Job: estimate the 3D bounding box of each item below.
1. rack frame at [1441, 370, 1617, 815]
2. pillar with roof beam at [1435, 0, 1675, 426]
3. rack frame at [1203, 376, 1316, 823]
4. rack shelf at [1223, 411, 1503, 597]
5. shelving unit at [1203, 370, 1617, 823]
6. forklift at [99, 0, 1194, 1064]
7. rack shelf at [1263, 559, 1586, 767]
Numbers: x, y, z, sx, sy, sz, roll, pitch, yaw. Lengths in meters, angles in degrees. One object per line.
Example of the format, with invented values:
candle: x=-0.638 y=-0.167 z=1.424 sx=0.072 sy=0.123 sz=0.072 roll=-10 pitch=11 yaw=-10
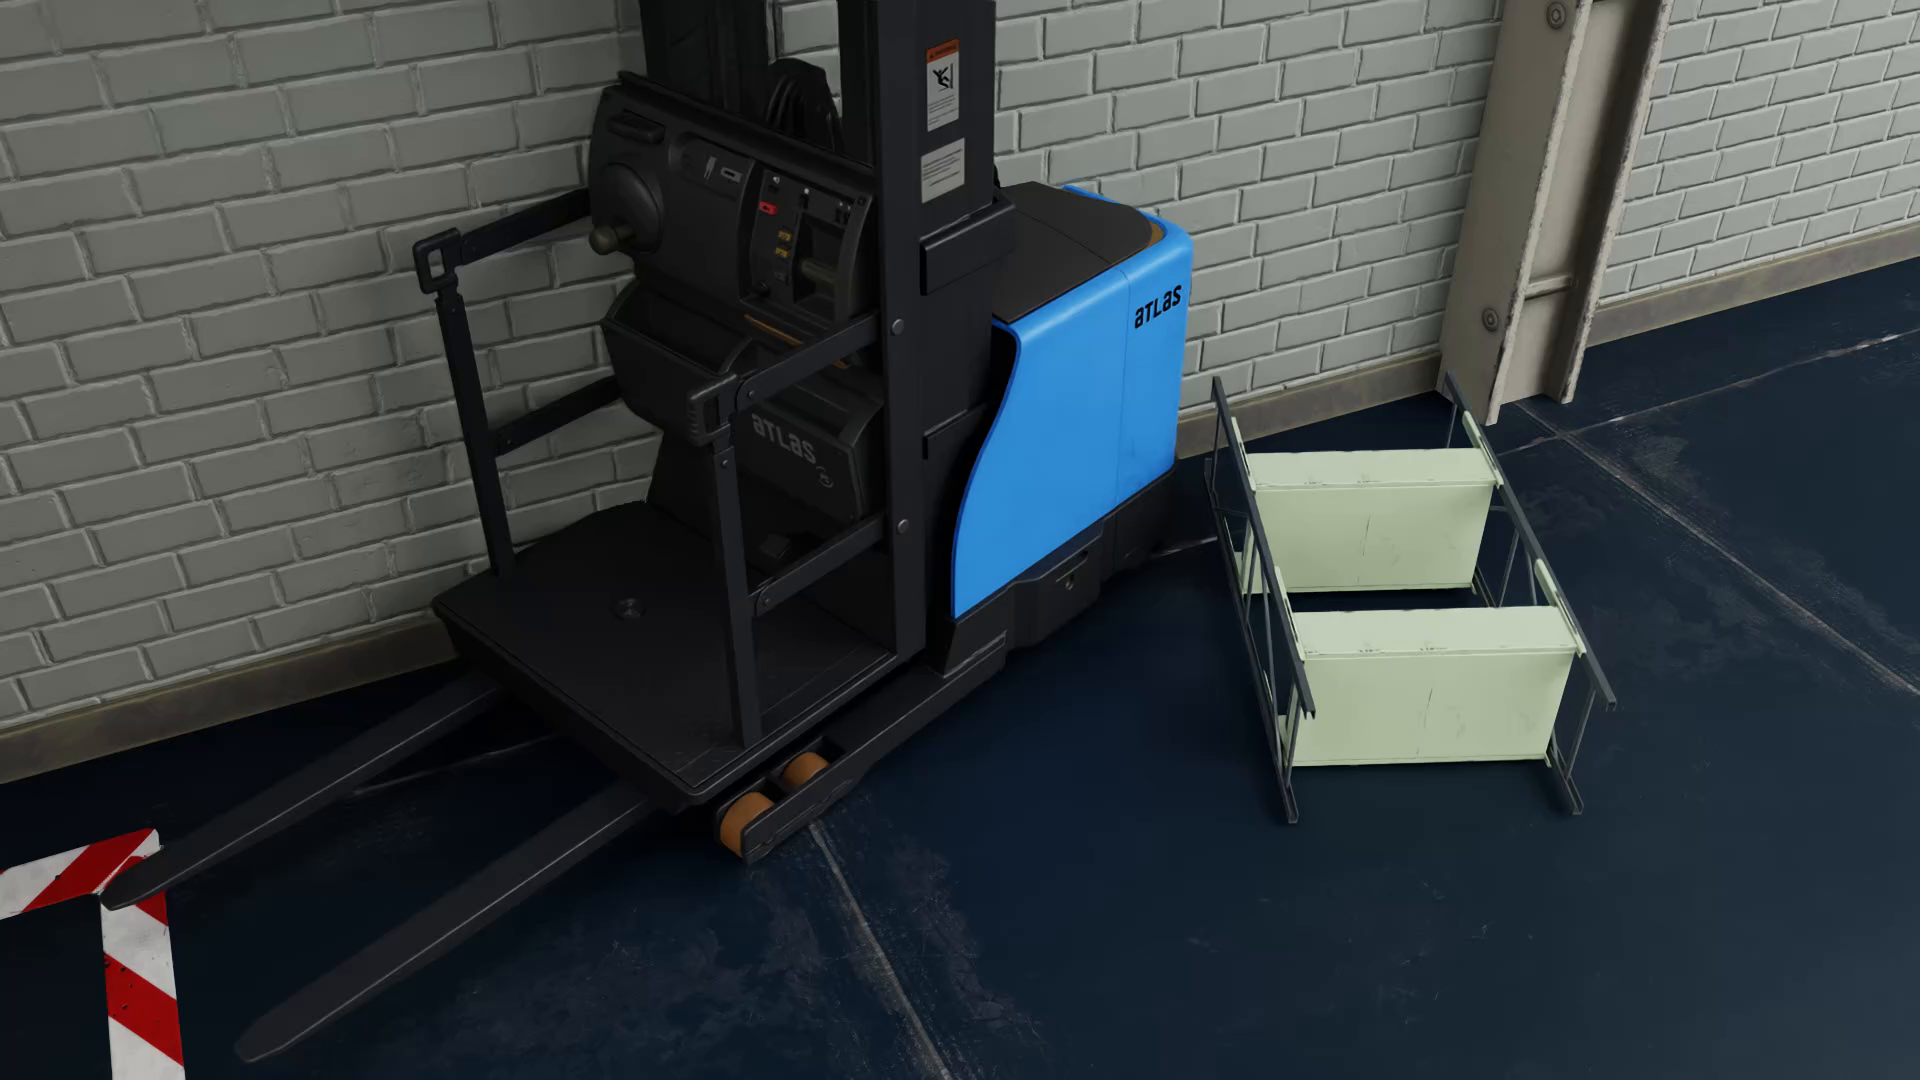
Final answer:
rack frame: x=1.557 y=0.087 z=4.735 sx=0.023 sy=0.400 sz=1.500 roll=-2 pitch=38 yaw=-1
pillar with roof beam: x=3.769 y=-1.821 z=0.152 sx=0.400 sy=9.000 sz=9.100 roll=-16 pitch=39 yaw=-20
rack frame: x=0.826 y=0.106 z=4.721 sx=0.023 sy=0.400 sz=1.500 roll=-2 pitch=38 yaw=-1
rack shelf: x=1.181 y=-0.103 z=4.985 sx=0.720 sy=0.431 sz=0.370 roll=-2 pitch=38 yaw=-1
shelving unit: x=1.191 y=0.097 z=4.728 sx=0.755 sy=0.431 sz=1.500 roll=-2 pitch=38 yaw=-1
forklift: x=-0.696 y=-0.721 z=3.761 sx=1.130 sy=2.935 sz=3.031 roll=28 pitch=45 yaw=33
rack shelf: x=1.204 y=0.336 z=4.420 sx=0.720 sy=0.431 sz=0.370 roll=-2 pitch=38 yaw=-1
